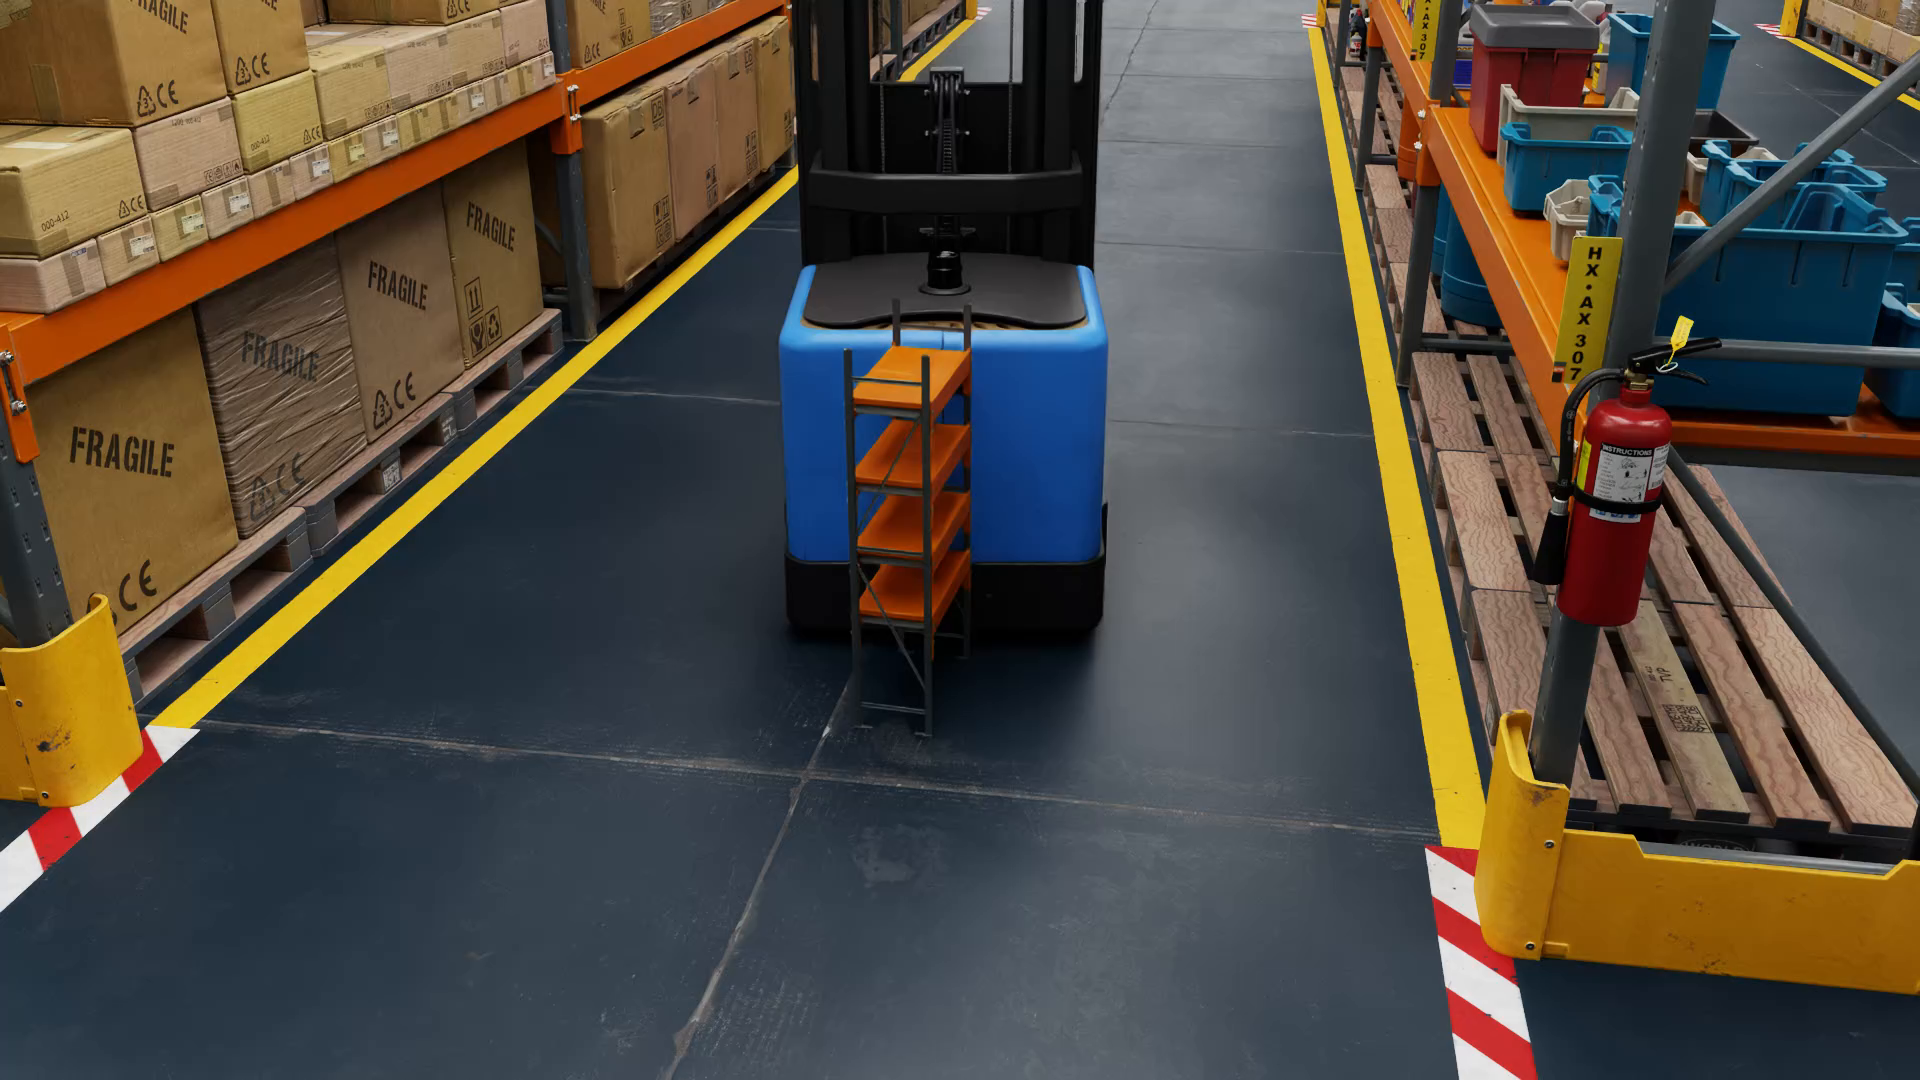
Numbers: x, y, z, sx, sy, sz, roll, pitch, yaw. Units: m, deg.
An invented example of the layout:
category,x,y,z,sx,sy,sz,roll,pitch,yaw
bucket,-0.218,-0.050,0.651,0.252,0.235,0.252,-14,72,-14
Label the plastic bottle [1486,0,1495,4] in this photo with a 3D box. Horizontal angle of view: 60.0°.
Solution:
category,x,y,z,sx,sy,sz,roll,pitch,yaw
plastic bottle,2.511,-2.431,7.964,0.144,0.351,0.185,4,25,9

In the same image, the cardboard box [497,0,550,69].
category,x,y,z,sx,sy,sz,roll,pitch,yaw
cardboard box,-2.159,-2.264,7.374,0.500,0.250,0.500,4,25,8

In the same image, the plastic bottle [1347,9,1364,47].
category,x,y,z,sx,sy,sz,roll,pitch,yaw
plastic bottle,3.701,-4.771,15.511,0.144,0.351,0.185,3,25,6

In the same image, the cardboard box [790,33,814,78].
category,x,y,z,sx,sy,sz,roll,pitch,yaw
cardboard box,-1.524,-3.654,12.948,0.700,0.500,0.500,2,25,4

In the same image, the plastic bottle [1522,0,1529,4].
category,x,y,z,sx,sy,sz,roll,pitch,yaw
plastic bottle,3.513,-3.394,10.196,0.097,0.201,0.097,0,25,0

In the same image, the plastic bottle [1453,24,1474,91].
category,x,y,z,sx,sy,sz,roll,pitch,yaw
plastic bottle,2.287,-2.188,7.531,0.152,0.276,0.135,4,25,9

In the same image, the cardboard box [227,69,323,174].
category,x,y,z,sx,sy,sz,roll,pitch,yaw
cardboard box,-2.490,-1.403,5.536,0.500,0.250,0.500,3,25,7

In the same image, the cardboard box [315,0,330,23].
category,x,y,z,sx,sy,sz,roll,pitch,yaw
cardboard box,-2.764,-2.418,6.819,0.500,0.500,0.500,4,25,9

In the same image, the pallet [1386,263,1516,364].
category,x,y,z,sx,sy,sz,roll,pitch,yaw
pallet,2.708,-1.113,8.380,1.003,0.211,1.213,4,25,9

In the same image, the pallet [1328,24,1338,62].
category,x,y,z,sx,sy,sz,roll,pitch,yaw
pallet,4.196,-4.929,16.532,1.003,0.211,1.213,4,25,9

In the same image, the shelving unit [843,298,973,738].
category,x,y,z,sx,sy,sz,roll,pitch,yaw
shelving unit,-0.142,-0.065,4.973,0.258,1.200,0.503,6,26,12

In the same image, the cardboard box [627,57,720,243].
category,x,y,z,sx,sy,sz,roll,pitch,yaw
cardboard box,-2.115,-2.270,9.573,1.225,0.875,0.875,3,25,7

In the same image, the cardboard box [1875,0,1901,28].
category,x,y,z,sx,sy,sz,roll,pitch,yaw
cardboard box,8.766,-4.969,15.191,0.500,0.500,0.500,4,25,9

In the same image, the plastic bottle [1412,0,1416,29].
category,x,y,z,sx,sy,sz,roll,pitch,yaw
plastic bottle,2.579,-2.935,9.128,0.152,0.276,0.135,4,25,9

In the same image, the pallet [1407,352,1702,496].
category,x,y,z,sx,sy,sz,roll,pitch,yaw
pallet,2.459,-0.483,7.034,1.003,0.211,1.213,4,25,9

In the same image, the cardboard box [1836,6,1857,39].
category,x,y,z,sx,sy,sz,roll,pitch,yaw
cardboard box,8.921,-5.048,16.244,0.500,0.250,0.500,4,25,9

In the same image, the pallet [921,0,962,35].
category,x,y,z,sx,sy,sz,roll,pitch,yaw
pallet,-0.564,-5.786,18.363,1.003,0.211,1.213,4,25,9

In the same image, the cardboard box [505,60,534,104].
category,x,y,z,sx,sy,sz,roll,pitch,yaw
cardboard box,-2.114,-2.028,7.340,0.380,0.149,0.250,5,25,10

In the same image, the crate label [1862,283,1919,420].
category,x,y,z,sx,sy,sz,roll,pitch,yaw
crate label,2.252,-0.415,3.726,0.416,0.233,0.303,4,25,9

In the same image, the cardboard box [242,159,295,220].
category,x,y,z,sx,sy,sz,roll,pitch,yaw
cardboard box,-2.449,-1.168,5.504,0.380,0.149,0.250,4,25,7

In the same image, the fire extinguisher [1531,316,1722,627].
category,x,y,z,sx,sy,sz,roll,pitch,yaw
fire extinguisher,1.414,-0.148,3.559,0.296,0.674,0.183,4,25,9

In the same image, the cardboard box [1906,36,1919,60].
category,x,y,z,sx,sy,sz,roll,pitch,yaw
cardboard box,8.595,-4.212,14.457,0.500,0.250,0.500,4,25,9

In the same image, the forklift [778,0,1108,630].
category,x,y,z,sx,sy,sz,roll,pitch,yaw
forklift,-0.044,-1.610,6.233,1.130,2.935,3.031,0,25,0

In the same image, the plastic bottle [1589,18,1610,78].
category,x,y,z,sx,sy,sz,roll,pitch,yaw
plastic bottle,3.052,-2.321,7.816,0.152,0.276,0.135,4,25,9

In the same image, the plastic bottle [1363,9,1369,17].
category,x,y,z,sx,sy,sz,roll,pitch,yaw
plastic bottle,3.889,-4.937,15.943,0.061,0.283,0.133,4,25,9

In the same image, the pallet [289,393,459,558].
category,x,y,z,sx,sy,sz,roll,pitch,yaw
pallet,-2.744,-0.312,6.668,1.003,0.211,1.213,4,25,9

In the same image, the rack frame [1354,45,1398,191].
category,x,y,z,sx,sy,sz,roll,pitch,yaw
rack frame,3.195,-3.729,10.679,1.000,3.000,0.127,4,25,9

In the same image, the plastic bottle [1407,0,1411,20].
category,x,y,z,sx,sy,sz,roll,pitch,yaw
plastic bottle,2.624,-3.120,9.529,0.097,0.271,0.097,0,25,0

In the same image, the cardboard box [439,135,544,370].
category,x,y,z,sx,sy,sz,roll,pitch,yaw
cardboard box,-2.532,-1.357,7.622,0.875,0.875,0.875,4,25,9

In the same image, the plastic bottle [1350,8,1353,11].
category,x,y,z,sx,sy,sz,roll,pitch,yaw
plastic bottle,3.793,-5.032,16.162,0.097,0.271,0.097,0,25,0

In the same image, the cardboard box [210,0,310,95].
category,x,y,z,sx,sy,sz,roll,pitch,yaw
cardboard box,-2.494,-1.741,5.373,0.500,0.500,0.500,3,25,7

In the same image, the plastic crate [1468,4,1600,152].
category,x,y,z,sx,sy,sz,roll,pitch,yaw
plastic crate,2.148,-1.757,6.318,0.402,0.464,0.583,4,25,9

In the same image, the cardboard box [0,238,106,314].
category,x,y,z,sx,sy,sz,roll,pitch,yaw
cardboard box,-2.615,-0.739,4.586,0.380,0.149,0.250,4,25,9

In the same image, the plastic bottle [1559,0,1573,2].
category,x,y,z,sx,sy,sz,roll,pitch,yaw
plastic bottle,3.244,-2.834,8.823,0.144,0.351,0.185,4,25,9

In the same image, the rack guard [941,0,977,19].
category,x,y,z,sx,sy,sz,roll,pitch,yaw
rack guard,-0.397,-6.255,19.022,1.175,0.500,0.348,4,25,9

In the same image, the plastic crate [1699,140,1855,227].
category,x,y,z,sx,sy,sz,roll,pitch,yaw
plastic crate,2.517,-1.092,5.170,0.416,0.233,0.300,4,25,9

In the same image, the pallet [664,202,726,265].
category,x,y,z,sx,sy,sz,roll,pitch,yaw
pallet,-2.096,-1.976,10.223,1.003,0.211,1.213,4,25,9

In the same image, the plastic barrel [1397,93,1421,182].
category,x,y,z,sx,sy,sz,roll,pitch,yaw
plastic barrel,3.132,-2.731,10.611,0.600,0.830,0.708,4,25,9

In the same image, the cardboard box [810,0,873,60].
category,x,y,z,sx,sy,sz,roll,pitch,yaw
cardboard box,-1.159,-4.557,14.878,0.700,0.500,0.500,2,25,4

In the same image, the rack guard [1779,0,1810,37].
category,x,y,z,sx,sy,sz,roll,pitch,yaw
rack guard,9.392,-5.608,17.642,1.175,0.500,0.348,4,25,9

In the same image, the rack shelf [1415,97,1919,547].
category,x,y,z,sx,sy,sz,roll,pitch,yaw
rack shelf,2.214,-0.894,5.471,1.077,0.370,4.000,4,25,9

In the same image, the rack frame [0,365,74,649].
category,x,y,z,sx,sy,sz,roll,pitch,yaw
rack frame,-2.999,-0.727,4.264,1.000,3.000,0.127,4,25,9

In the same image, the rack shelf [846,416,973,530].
category,x,y,z,sx,sy,sz,roll,pitch,yaw
rack shelf,-0.142,-0.206,4.907,0.258,0.148,0.480,6,26,12

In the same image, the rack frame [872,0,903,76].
category,x,y,z,sx,sy,sz,roll,pitch,yaw
rack frame,-1.038,-5.746,14.986,1.000,3.000,0.127,4,25,9

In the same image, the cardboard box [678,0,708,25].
category,x,y,z,sx,sy,sz,roll,pitch,yaw
cardboard box,-1.781,-3.256,9.550,0.500,0.500,0.500,5,25,10

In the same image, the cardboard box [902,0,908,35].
category,x,y,z,sx,sy,sz,roll,pitch,yaw
cardboard box,-0.847,-5.208,16.292,0.500,0.500,0.500,13,28,25

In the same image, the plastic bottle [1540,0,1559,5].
category,x,y,z,sx,sy,sz,roll,pitch,yaw
plastic bottle,3.117,-2.788,8.819,0.097,0.271,0.097,0,25,0

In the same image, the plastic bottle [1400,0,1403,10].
category,x,y,z,sx,sy,sz,roll,pitch,yaw
plastic bottle,2.730,-3.321,9.953,0.152,0.276,0.135,4,25,9

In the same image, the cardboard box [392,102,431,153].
category,x,y,z,sx,sy,sz,roll,pitch,yaw
cardboard box,-2.282,-1.598,6.422,0.380,0.149,0.250,4,25,8

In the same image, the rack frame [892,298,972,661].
category,x,y,z,sx,sy,sz,roll,pitch,yaw
rack frame,-0.084,-0.165,5.188,0.240,1.200,0.015,6,26,12

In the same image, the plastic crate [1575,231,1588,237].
category,x,y,z,sx,sy,sz,roll,pitch,yaw
plastic crate,1.904,-0.765,4.587,0.396,0.136,0.243,4,25,9
